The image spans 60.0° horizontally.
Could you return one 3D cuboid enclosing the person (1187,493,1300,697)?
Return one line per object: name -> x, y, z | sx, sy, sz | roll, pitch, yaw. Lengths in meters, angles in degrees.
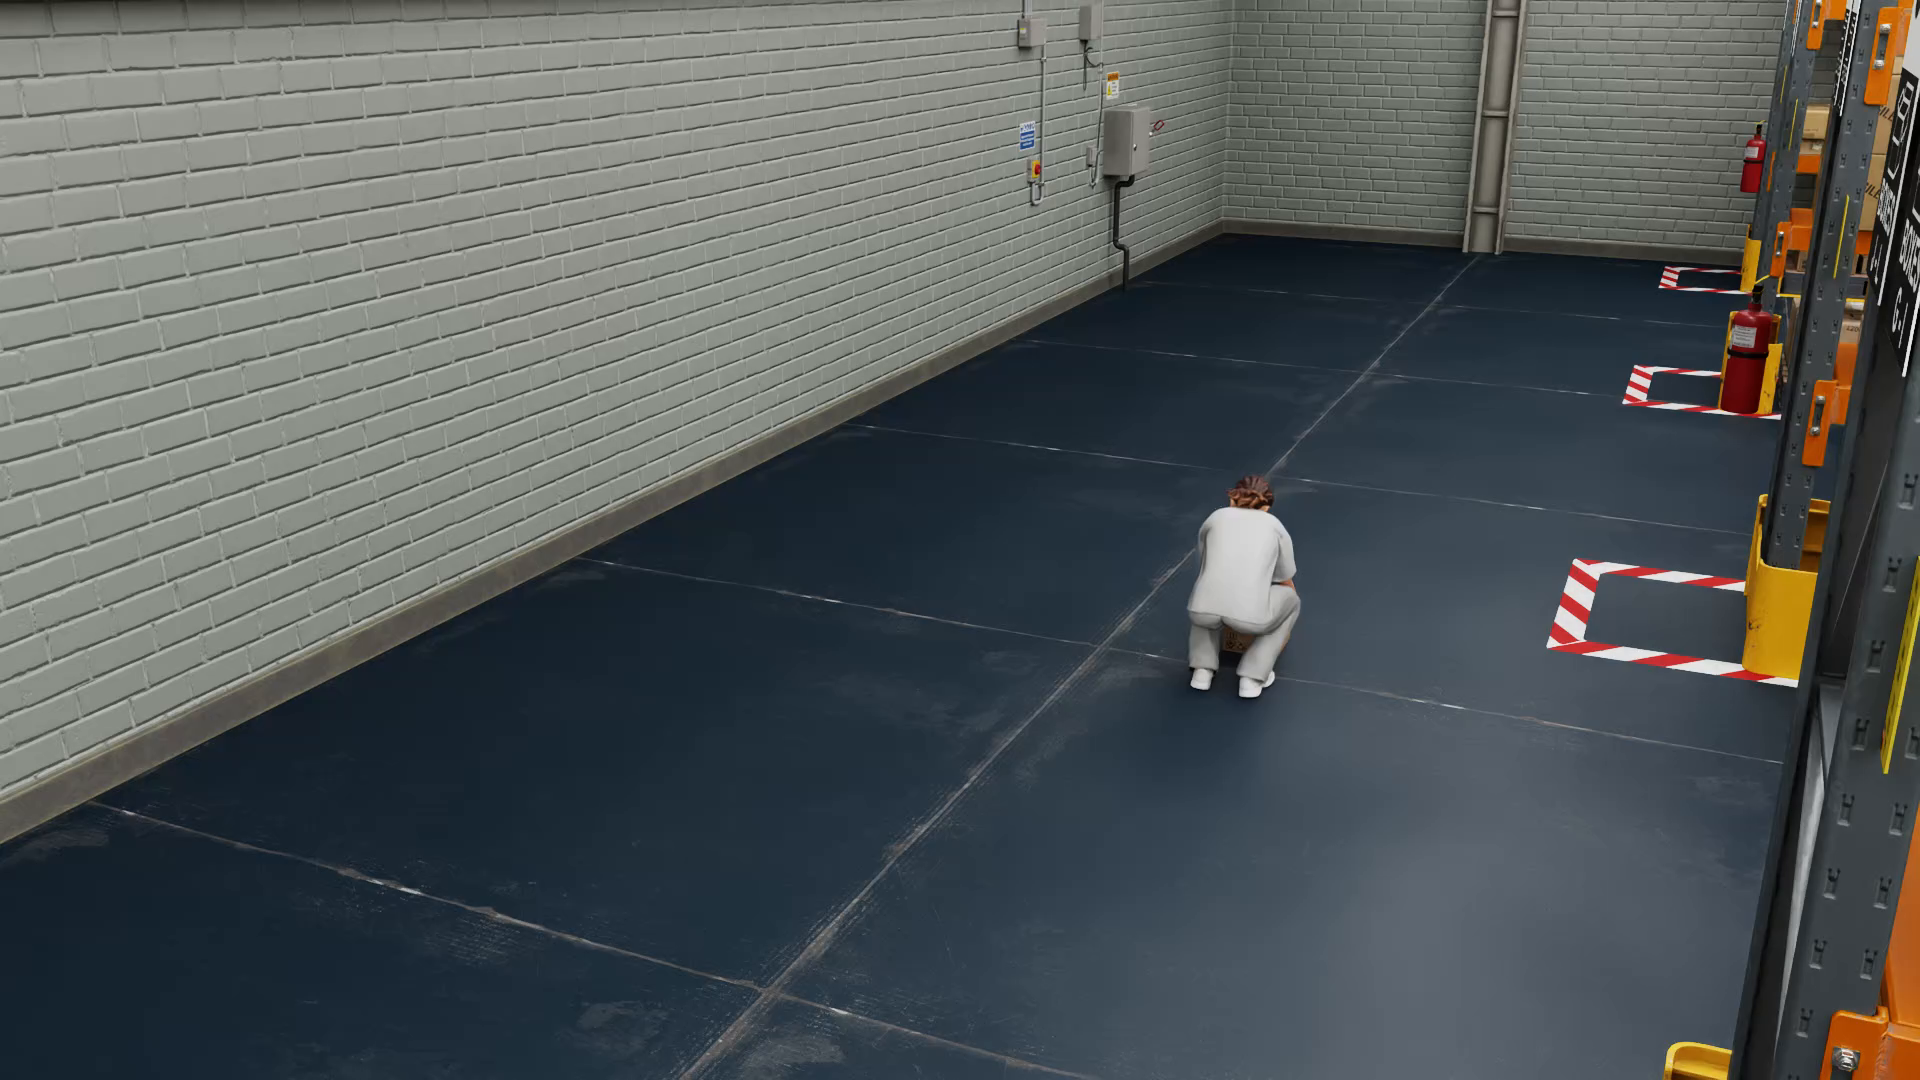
person -> 1.247, 0.254, 7.342 | 0.469, 0.809, 0.841 | 8, 21, 22
